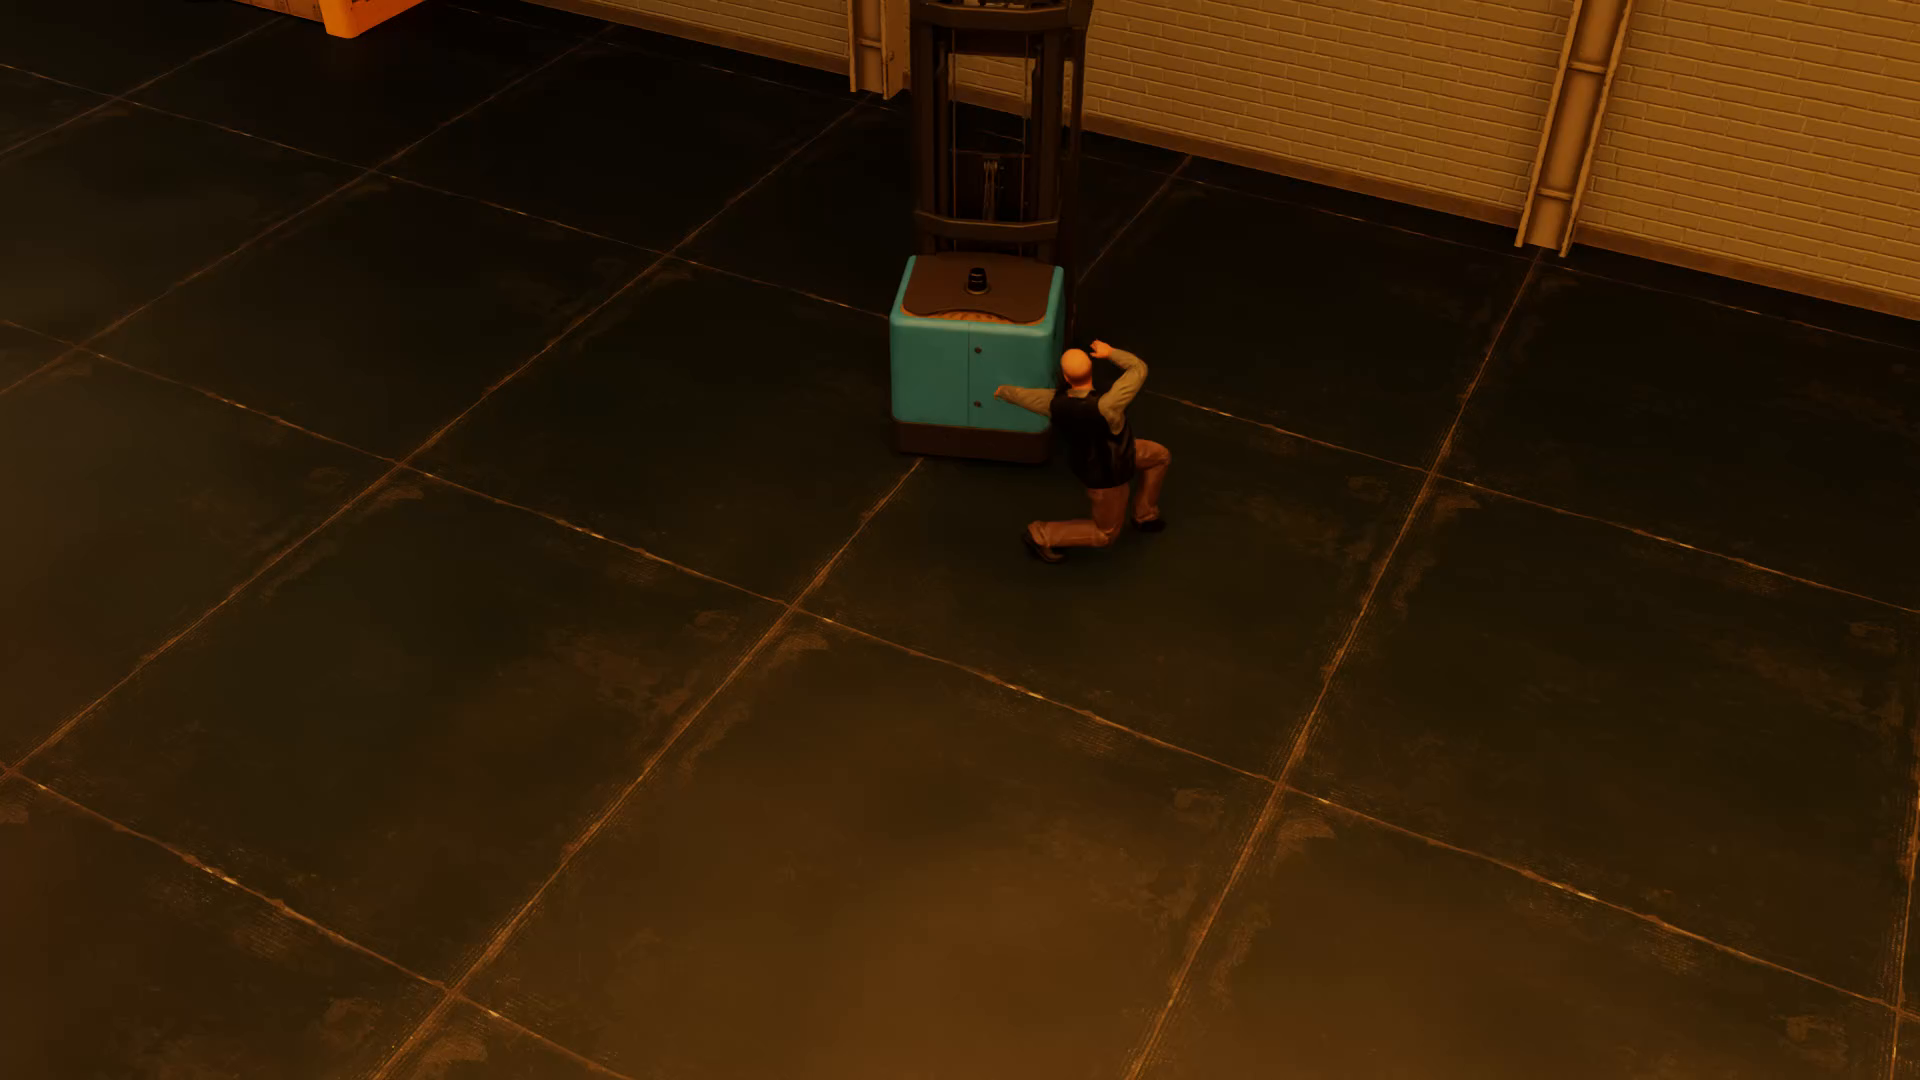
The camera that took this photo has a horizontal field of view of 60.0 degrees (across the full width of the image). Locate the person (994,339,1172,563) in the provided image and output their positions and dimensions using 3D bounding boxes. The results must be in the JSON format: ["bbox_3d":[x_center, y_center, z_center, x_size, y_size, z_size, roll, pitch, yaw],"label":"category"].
[{"bbox_3d":[0.760,-0.645,9.925,0.953,1.430,0.958,-16,43,-18],"label":"person"}]

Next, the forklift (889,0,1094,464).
[{"bbox_3d":[0.267,-2.563,11.030,1.130,2.935,3.031,5,40,6],"label":"forklift"}]
